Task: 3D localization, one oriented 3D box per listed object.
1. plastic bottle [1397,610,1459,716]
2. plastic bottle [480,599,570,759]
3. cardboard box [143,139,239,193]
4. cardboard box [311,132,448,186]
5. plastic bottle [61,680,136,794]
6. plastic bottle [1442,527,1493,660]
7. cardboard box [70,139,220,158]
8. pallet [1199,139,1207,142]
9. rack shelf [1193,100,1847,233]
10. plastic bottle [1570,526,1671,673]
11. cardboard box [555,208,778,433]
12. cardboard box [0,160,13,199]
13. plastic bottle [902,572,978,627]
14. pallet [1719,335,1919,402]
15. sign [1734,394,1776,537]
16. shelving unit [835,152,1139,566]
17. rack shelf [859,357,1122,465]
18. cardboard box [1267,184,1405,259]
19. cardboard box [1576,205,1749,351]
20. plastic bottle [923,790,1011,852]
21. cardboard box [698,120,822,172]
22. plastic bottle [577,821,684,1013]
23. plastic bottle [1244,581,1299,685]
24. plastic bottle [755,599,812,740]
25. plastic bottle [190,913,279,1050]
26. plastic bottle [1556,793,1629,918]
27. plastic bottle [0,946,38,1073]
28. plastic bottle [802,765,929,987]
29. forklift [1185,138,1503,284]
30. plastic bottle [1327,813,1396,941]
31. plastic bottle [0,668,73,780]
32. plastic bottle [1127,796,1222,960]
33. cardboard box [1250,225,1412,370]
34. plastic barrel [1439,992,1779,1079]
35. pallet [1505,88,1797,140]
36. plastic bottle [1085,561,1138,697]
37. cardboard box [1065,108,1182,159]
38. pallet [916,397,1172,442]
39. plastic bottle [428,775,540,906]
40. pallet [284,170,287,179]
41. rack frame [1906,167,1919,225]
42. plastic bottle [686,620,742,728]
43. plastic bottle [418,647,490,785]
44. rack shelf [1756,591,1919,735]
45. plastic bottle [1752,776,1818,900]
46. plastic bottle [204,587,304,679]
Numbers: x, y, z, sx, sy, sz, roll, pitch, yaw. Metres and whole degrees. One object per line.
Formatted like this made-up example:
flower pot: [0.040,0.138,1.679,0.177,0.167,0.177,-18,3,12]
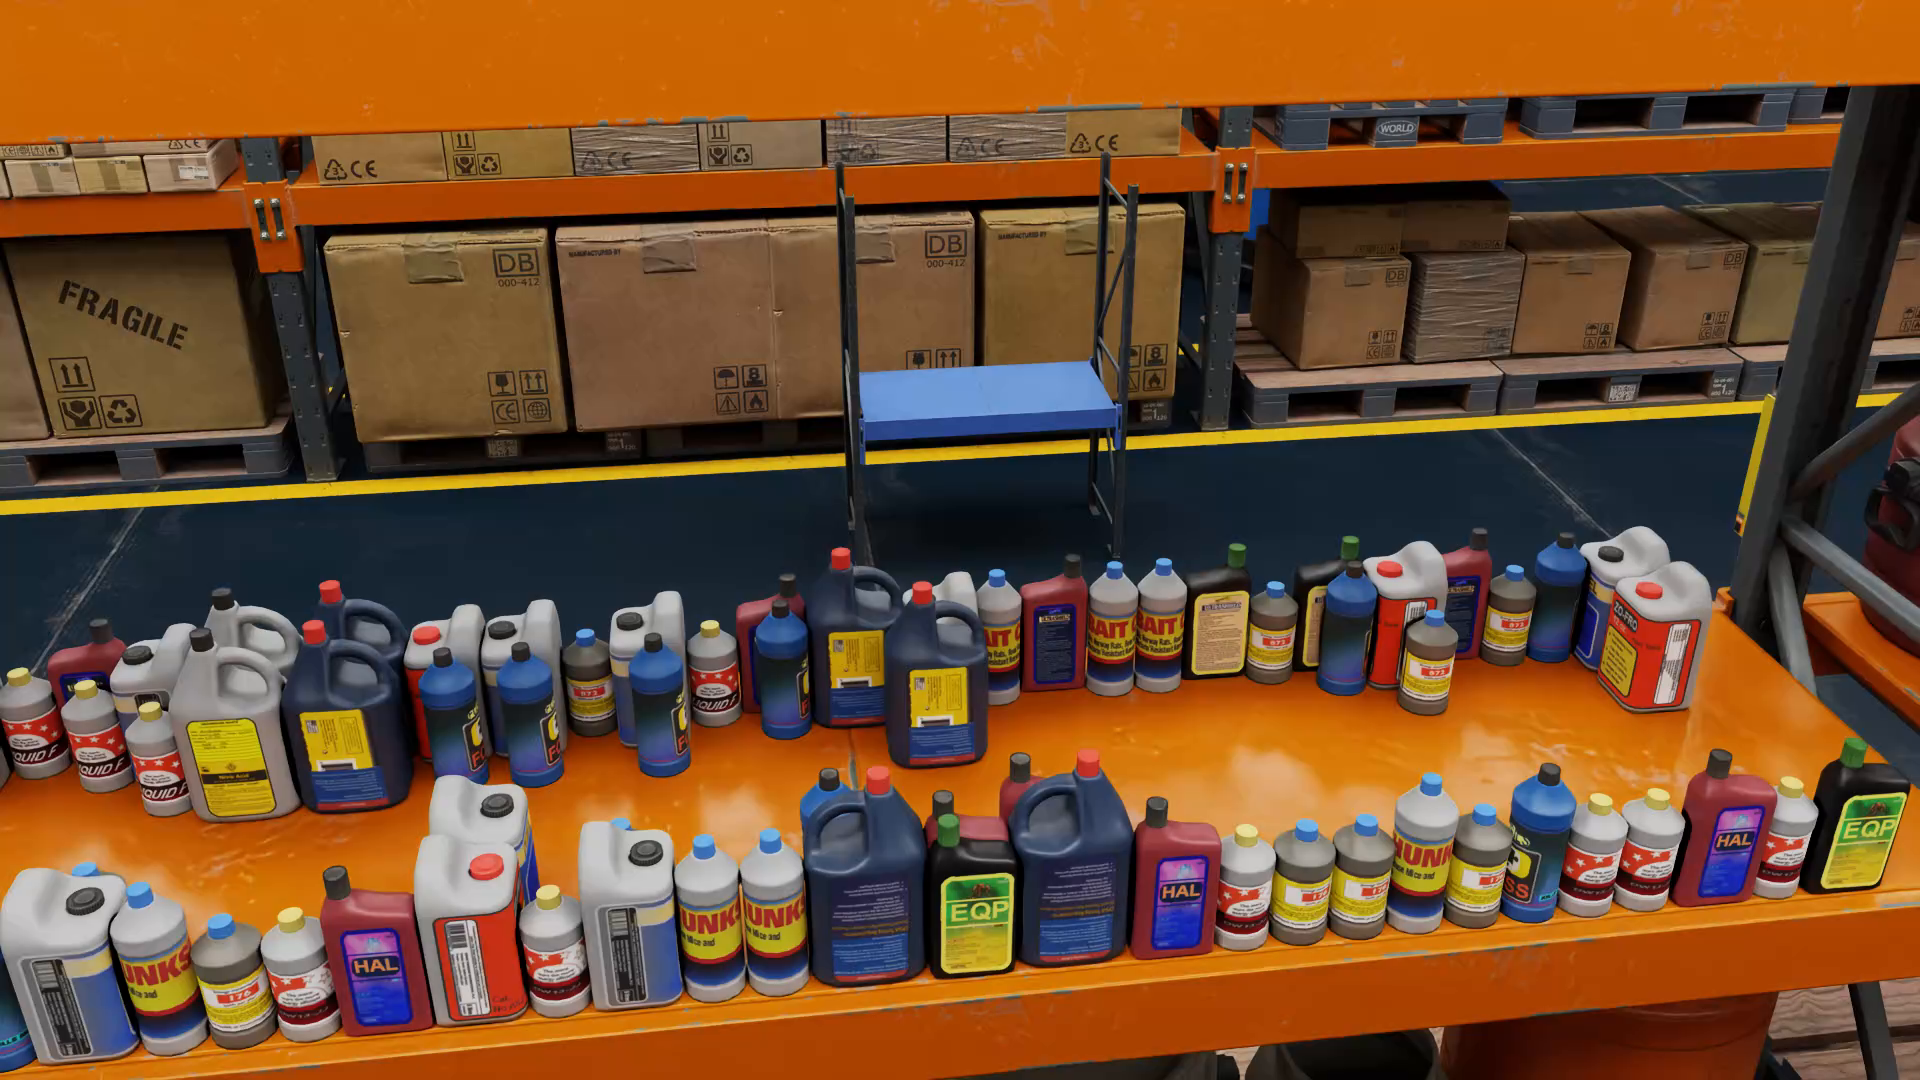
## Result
plastic bottle: [0.911,0.231,3.232,0.097,0.201,0.097,0,27,0]
plastic bottle: [-0.815,0.251,3.111,0.135,0.276,0.152,-4,27,-7]
cardboard box: [-3.101,-1.529,6.719,0.250,0.149,0.380,-4,27,-7]
cardboard box: [-2.354,-1.769,6.802,0.500,0.500,0.500,-4,27,-7]
plastic bottle: [-1.557,0.348,3.005,0.097,0.201,0.097,0,27,0]
plastic bottle: [1.001,0.110,3.377,0.133,0.283,0.061,-4,27,-7]
cardboard box: [-3.245,-1.727,6.668,0.500,0.250,0.500,-4,27,-8]
pallet: [1.317,-3.086,12.534,1.213,0.211,1.003,-4,27,-7]
rack shelf: [3.097,-1.870,7.896,4.000,0.370,1.077,-4,27,-7]
plastic bottle: [1.333,0.113,3.379,0.135,0.276,0.152,-4,27,-7]
cardboard box: [-1.329,-1.156,7.586,0.875,0.875,1.225,-5,28,-9]
cardboard box: [-3.864,-1.480,6.623,0.250,0.149,0.380,-3,27,-6]
plastic bottle: [-0.040,0.201,3.208,0.135,0.276,0.152,-4,27,-7]
pallet: [4.307,-1.026,8.518,1.213,0.211,1.003,-4,27,-7]
sign: [1.723,-0.144,3.567,0.005,0.325,0.100,-4,27,-7]
shelving unit: [0.084,-0.673,6.418,1.048,1.500,0.538,-4,27,-7]
rack shelf: [0.084,-0.513,6.500,1.000,0.185,0.538,-4,27,-7]
cardboard box: [1.776,-1.536,7.892,0.500,0.250,0.500,-3,27,-5]
cardboard box: [3.438,-1.313,8.280,0.500,0.500,0.700,-6,28,-12]
plastic bottle: [0.010,0.513,2.593,0.133,0.283,0.061,-4,27,-7]
cardboard box: [-0.850,-1.868,6.995,0.500,0.500,0.500,-3,27,-6]
plastic bottle: [-0.496,0.555,2.518,0.135,0.276,0.152,-4,27,-7]
plastic bottle: [0.624,0.179,3.332,0.097,0.201,0.097,0,27,0]
plastic bottle: [-0.333,0.238,3.142,0.097,0.271,0.097,0,27,0]
plastic bottle: [-1.065,0.638,2.439,0.097,0.201,0.097,0,27,0]
plastic bottle: [1.024,0.504,2.700,0.097,0.201,0.097,0,27,0]
plastic bottle: [-1.391,0.628,2.382,0.097,0.271,0.097,0,27,0]
plastic bottle: [-0.145,0.501,2.541,0.185,0.351,0.144,-4,27,-7]
forklift: [1.646,-3.063,9.508,1.130,2.935,3.031,-23,35,-37]
plastic bottle: [0.638,0.528,2.652,0.097,0.201,0.097,0,27,0]
plastic bottle: [-1.698,0.328,3.042,0.097,0.201,0.097,0,27,0]
plastic bottle: [0.334,0.520,2.579,0.133,0.283,0.061,-4,27,-7]
cardboard box: [1.777,-1.198,8.055,0.500,0.500,0.700,-5,28,-10]
plastic barrel: [1.325,0.994,3.444,0.708,0.830,0.600,-4,27,-7]
pallet: [3.071,-2.121,7.809,1.213,0.211,1.003,-4,27,-7]
plastic bottle: [0.299,0.169,3.276,0.097,0.271,0.097,0,27,0]
cardboard box: [0.663,-1.963,7.181,0.500,0.500,0.500,-3,27,-6]
pallet: [0.326,-0.806,8.089,1.213,0.211,1.003,-4,27,-7]
plastic bottle: [-0.747,0.501,2.623,0.135,0.276,0.152,-4,27,-7]
pallet: [-5.306,-2.678,11.738,1.213,0.211,1.003,-4,27,-7]
rack frame: [5.078,-2.317,7.980,0.127,3.000,1.000,-4,27,-7]
plastic bottle: [-0.474,0.250,3.195,0.097,0.201,0.097,0,27,0]
plastic bottle: [-0.912,0.317,2.987,0.097,0.271,0.097,0,27,0]
rack shelf: [3.787,0.370,3.532,4.000,0.370,1.077,-4,27,-7]
plastic bottle: [1.349,0.483,2.741,0.097,0.201,0.097,0,27,0]
plastic bottle: [-1.290,0.247,3.038,0.185,0.351,0.144,-4,27,-7]
